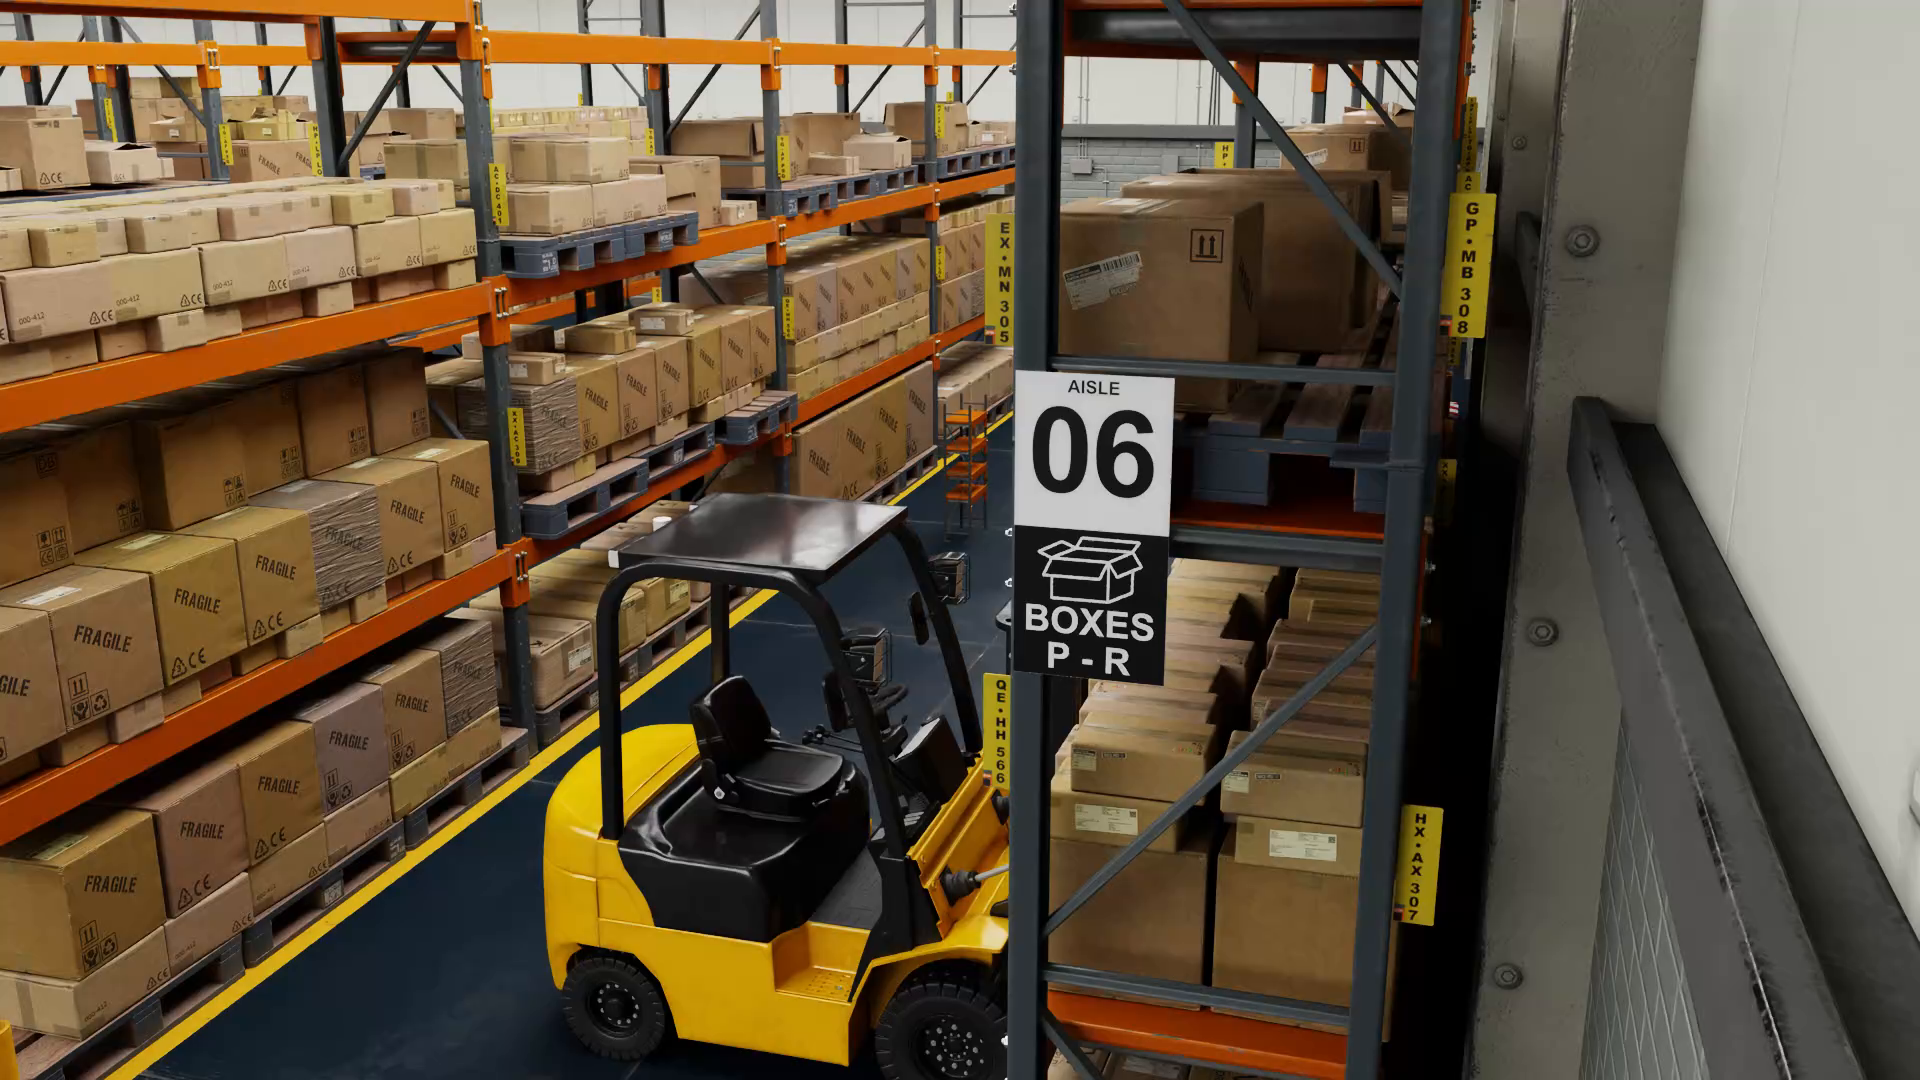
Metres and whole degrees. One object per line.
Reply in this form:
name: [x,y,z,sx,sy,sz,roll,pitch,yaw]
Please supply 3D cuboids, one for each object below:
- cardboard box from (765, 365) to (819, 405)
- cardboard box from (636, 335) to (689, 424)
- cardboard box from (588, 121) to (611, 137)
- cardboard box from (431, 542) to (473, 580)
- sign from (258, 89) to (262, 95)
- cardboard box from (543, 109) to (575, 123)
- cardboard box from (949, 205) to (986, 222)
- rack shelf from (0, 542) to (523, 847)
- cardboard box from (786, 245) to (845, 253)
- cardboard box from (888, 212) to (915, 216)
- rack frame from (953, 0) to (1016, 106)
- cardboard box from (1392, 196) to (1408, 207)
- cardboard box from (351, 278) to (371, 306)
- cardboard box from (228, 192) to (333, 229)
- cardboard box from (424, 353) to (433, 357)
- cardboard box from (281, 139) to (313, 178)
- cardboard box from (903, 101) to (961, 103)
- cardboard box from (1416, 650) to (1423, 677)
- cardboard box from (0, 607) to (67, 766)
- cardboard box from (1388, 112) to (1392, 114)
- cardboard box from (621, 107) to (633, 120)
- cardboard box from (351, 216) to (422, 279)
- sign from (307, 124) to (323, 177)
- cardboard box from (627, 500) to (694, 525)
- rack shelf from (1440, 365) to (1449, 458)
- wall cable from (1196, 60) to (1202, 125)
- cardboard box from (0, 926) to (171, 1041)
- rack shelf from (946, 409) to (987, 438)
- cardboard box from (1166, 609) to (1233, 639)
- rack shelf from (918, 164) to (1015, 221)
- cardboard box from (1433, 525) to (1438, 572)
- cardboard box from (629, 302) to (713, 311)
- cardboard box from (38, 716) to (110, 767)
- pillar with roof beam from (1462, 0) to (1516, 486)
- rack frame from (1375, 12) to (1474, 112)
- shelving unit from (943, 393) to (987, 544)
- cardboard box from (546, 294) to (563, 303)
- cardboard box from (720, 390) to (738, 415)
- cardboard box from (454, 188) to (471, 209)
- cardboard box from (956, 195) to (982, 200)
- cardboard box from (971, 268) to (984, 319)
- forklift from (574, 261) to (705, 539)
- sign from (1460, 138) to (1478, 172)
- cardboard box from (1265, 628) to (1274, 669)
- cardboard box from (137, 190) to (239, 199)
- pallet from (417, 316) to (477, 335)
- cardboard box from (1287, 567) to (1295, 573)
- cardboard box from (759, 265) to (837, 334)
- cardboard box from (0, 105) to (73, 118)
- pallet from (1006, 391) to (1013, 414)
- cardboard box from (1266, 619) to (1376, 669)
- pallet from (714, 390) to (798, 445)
cardboard box: [-1.479,-1.282,13.625,0.500,0.250,0.500,4,16,15]
cardboard box: [-2.157,-1.087,11.167,0.500,0.500,0.500,4,16,14]
cardboard box: [-4.540,-4.899,19.966,0.500,0.250,0.500,5,17,17]
cardboard box: [-2.860,0.096,8.955,0.380,0.149,0.250,5,17,17]
sign: [-9.618,-6.053,22.929,0.100,0.325,0.005,5,16,16]
cardboard box: [-4.701,-4.919,19.307,0.380,0.149,0.250,4,16,14]
cardboard box: [0.067,-3.592,18.293,0.380,0.149,0.250,5,16,16]
rack shelf: [-3.565,0.671,7.786,1.077,0.370,4.000,5,16,16]
cardboard box: [-1.386,-2.462,15.496,0.500,0.500,0.500,4,16,14]
cardboard box: [-0.681,-3.363,17.485,0.380,0.149,0.250,5,16,16]
rack frame: [0.414,-6.224,19.783,1.000,3.000,0.127,5,16,16]
cardboard box: [2.369,-1.879,9.436,0.380,0.166,0.250,5,16,16]
cardboard box: [-3.117,-1.224,8.111,0.380,0.149,0.250,4,16,14]
cardboard box: [-3.158,-1.531,7.732,0.380,0.149,0.250,4,16,15]
cardboard box: [-5.961,-1.836,17.744,0.500,0.250,0.500,4,16,13]
cardboard box: [-6.082,-3.354,14.977,0.500,0.500,0.500,5,16,16]
cardboard box: [-0.303,-4.564,18.289,0.500,0.500,0.500,5,17,17]
cardboard box: [1.406,0.472,5.796,0.380,0.149,0.250,5,17,18]
cardboard box: [-3.733,0.554,6.150,0.500,0.500,0.500,4,16,15]
cardboard box: [4.644,-4.481,17.946,0.500,0.250,0.500,5,16,15]
cardboard box: [-4.317,-5.331,20.757,0.380,0.149,0.250,5,17,17]
cardboard box: [-3.006,-1.444,8.156,0.500,0.250,0.500,4,16,15]
sign: [-3.529,-2.122,9.148,0.100,0.325,0.005,5,16,16]
cardboard box: [-2.030,-0.036,13.005,0.950,0.372,0.625,3,16,12]
rack shelf: [3.469,-1.038,13.812,1.077,0.370,4.000,5,16,16]
wall cable: [2.481,-7.675,24.898,2.355,3.000,0.029,5,16,16]
cardboard box: [-3.639,1.779,6.830,0.500,0.250,0.500,4,16,15]
rack shelf: [0.047,-0.999,14.211,0.258,0.148,0.480,5,16,16]
cardboard box: [0.725,0.345,5.700,0.380,0.149,0.250,5,17,17]
rack shelf: [-0.154,-3.912,18.446,1.077,0.370,4.000,5,16,16]
cardboard box: [3.447,-0.076,12.912,0.500,0.500,0.500,5,17,16]
cardboard box: [-2.209,-1.539,12.759,0.500,0.500,0.500,4,16,14]
cardboard box: [-3.627,0.766,6.594,0.380,0.149,0.250,4,16,14]
pillar with roof beam: [0.972,-5.240,16.312,9.100,9.000,0.400,5,16,16]
rack frame: [5.174,-5.840,18.429,1.000,3.000,0.127,5,16,16]
shelving unit: [0.047,-0.621,14.318,0.258,1.200,0.503,5,16,16]
cardboard box: [-4.858,-2.856,19.361,0.380,0.149,0.250,5,17,17]
cardboard box: [-1.842,-1.012,12.091,0.380,0.149,0.250,4,16,13]
cardboard box: [-2.969,-1.936,9.665,0.500,0.250,0.500,4,16,15]
cardboard box: [0.041,-4.034,19.850,0.380,0.149,0.250,5,17,17]
cardboard box: [-0.044,-2.703,18.180,0.500,0.500,0.500,5,17,16]
forklift: [-2.989,-1.623,14.679,1.130,2.935,3.031,5,16,16]
sign: [3.430,-2.546,11.219,0.100,0.325,0.005,5,16,16]
cardboard box: [0.949,0.633,6.417,0.500,0.500,0.500,5,17,16]
cardboard box: [-3.651,-1.573,7.881,0.380,0.149,0.250,4,16,14]
pallet: [-5.854,-2.368,17.533,1.003,0.211,1.213,5,16,16]
cardboard box: [1.302,0.026,7.368,0.380,0.149,0.250,5,16,16]
cardboard box: [-1.353,-2.015,13.921,0.500,0.500,0.500,5,16,16]
cardboard box: [-10.379,-4.601,18.603,0.700,0.500,0.500,5,17,17]
pallet: [0.262,-1.781,20.223,1.003,0.211,1.213,5,16,16]
cardboard box: [1.231,0.387,5.552,0.380,0.149,0.250,5,17,18]
pallet: [-1.960,-0.958,12.562,1.213,0.211,1.003,5,16,16]
